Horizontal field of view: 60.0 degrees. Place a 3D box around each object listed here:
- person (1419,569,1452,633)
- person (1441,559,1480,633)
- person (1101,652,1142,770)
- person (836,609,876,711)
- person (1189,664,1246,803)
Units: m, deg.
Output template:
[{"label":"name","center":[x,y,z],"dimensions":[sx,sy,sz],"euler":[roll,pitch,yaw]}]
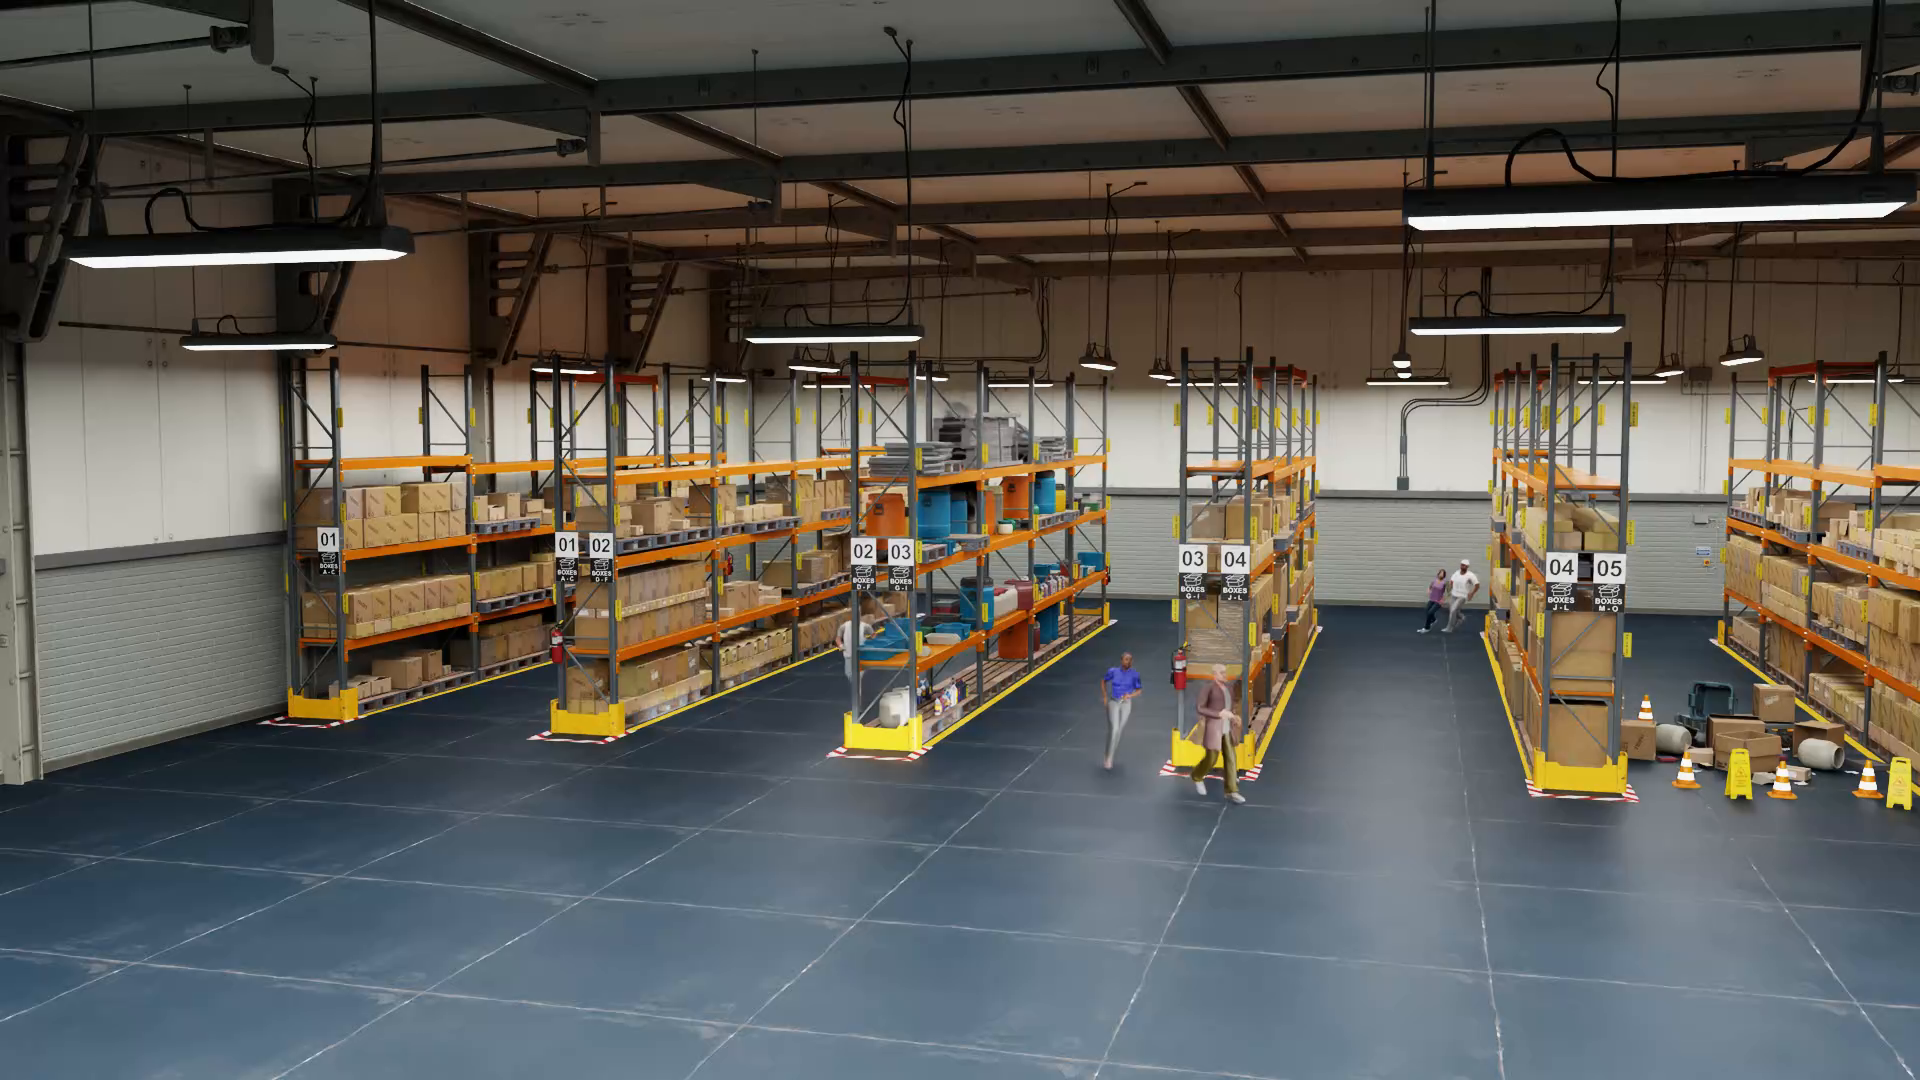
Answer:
[{"label":"person","center":[11.110,1.422,38.717],"dimensions":[0.704,1.473,0.658],"euler":[2,5,30]},{"label":"person","center":[11.666,1.305,38.715],"dimensions":[0.860,1.711,0.764],"euler":[-3,5,-35]},{"label":"person","center":[2.314,2.446,23.964],"dimensions":[0.571,1.694,0.685],"euler":[-1,4,-7]},{"label":"person","center":[-1.809,2.020,28.343],"dimensions":[0.630,1.799,0.922],"euler":[1,4,13]},{"label":"person","center":[3.379,2.496,21.767],"dimensions":[0.724,1.765,0.954],"euler":[-3,5,-32]}]
